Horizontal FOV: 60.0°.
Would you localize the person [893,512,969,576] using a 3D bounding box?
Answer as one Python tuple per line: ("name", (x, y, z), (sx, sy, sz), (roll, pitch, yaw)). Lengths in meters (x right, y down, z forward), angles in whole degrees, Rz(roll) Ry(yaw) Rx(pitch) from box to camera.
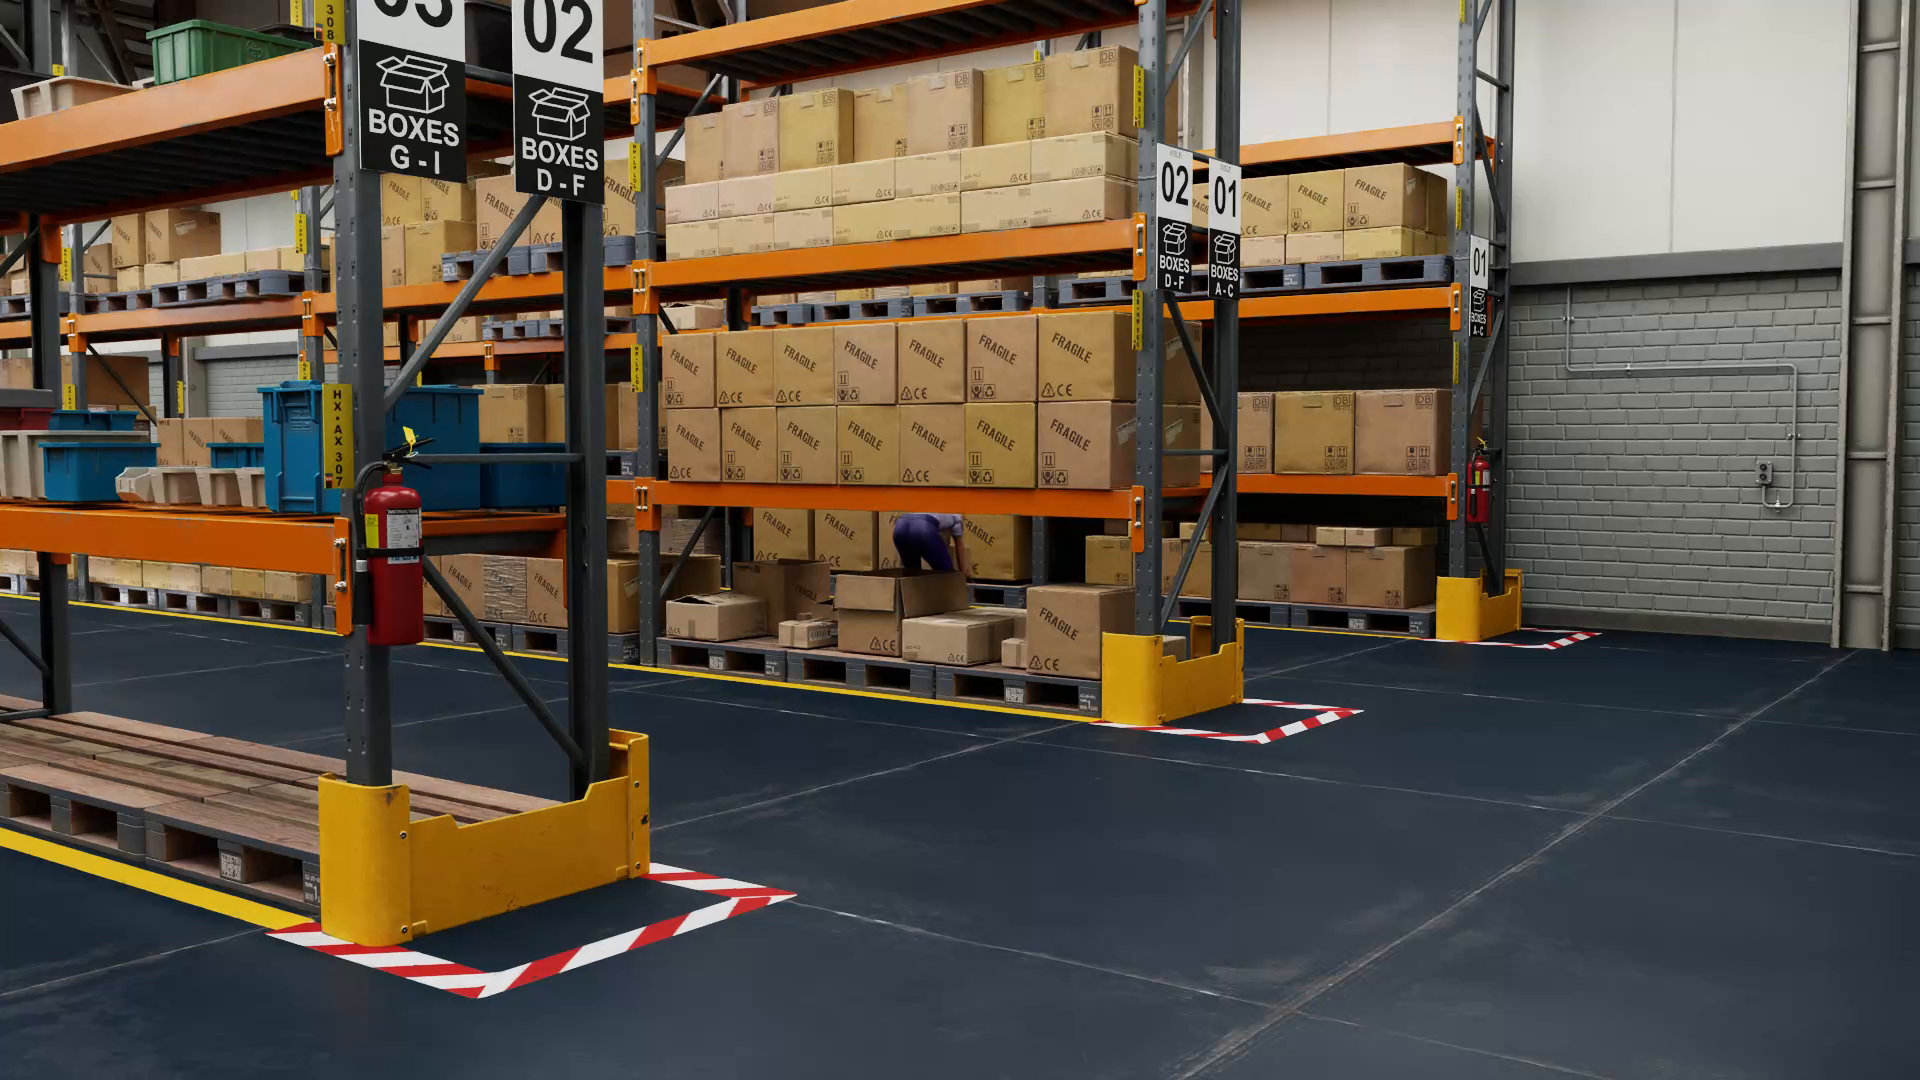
("person", (-0.232, 0.138, 14.691), (0.487, 1.158, 0.863), (2, 4, 34))
